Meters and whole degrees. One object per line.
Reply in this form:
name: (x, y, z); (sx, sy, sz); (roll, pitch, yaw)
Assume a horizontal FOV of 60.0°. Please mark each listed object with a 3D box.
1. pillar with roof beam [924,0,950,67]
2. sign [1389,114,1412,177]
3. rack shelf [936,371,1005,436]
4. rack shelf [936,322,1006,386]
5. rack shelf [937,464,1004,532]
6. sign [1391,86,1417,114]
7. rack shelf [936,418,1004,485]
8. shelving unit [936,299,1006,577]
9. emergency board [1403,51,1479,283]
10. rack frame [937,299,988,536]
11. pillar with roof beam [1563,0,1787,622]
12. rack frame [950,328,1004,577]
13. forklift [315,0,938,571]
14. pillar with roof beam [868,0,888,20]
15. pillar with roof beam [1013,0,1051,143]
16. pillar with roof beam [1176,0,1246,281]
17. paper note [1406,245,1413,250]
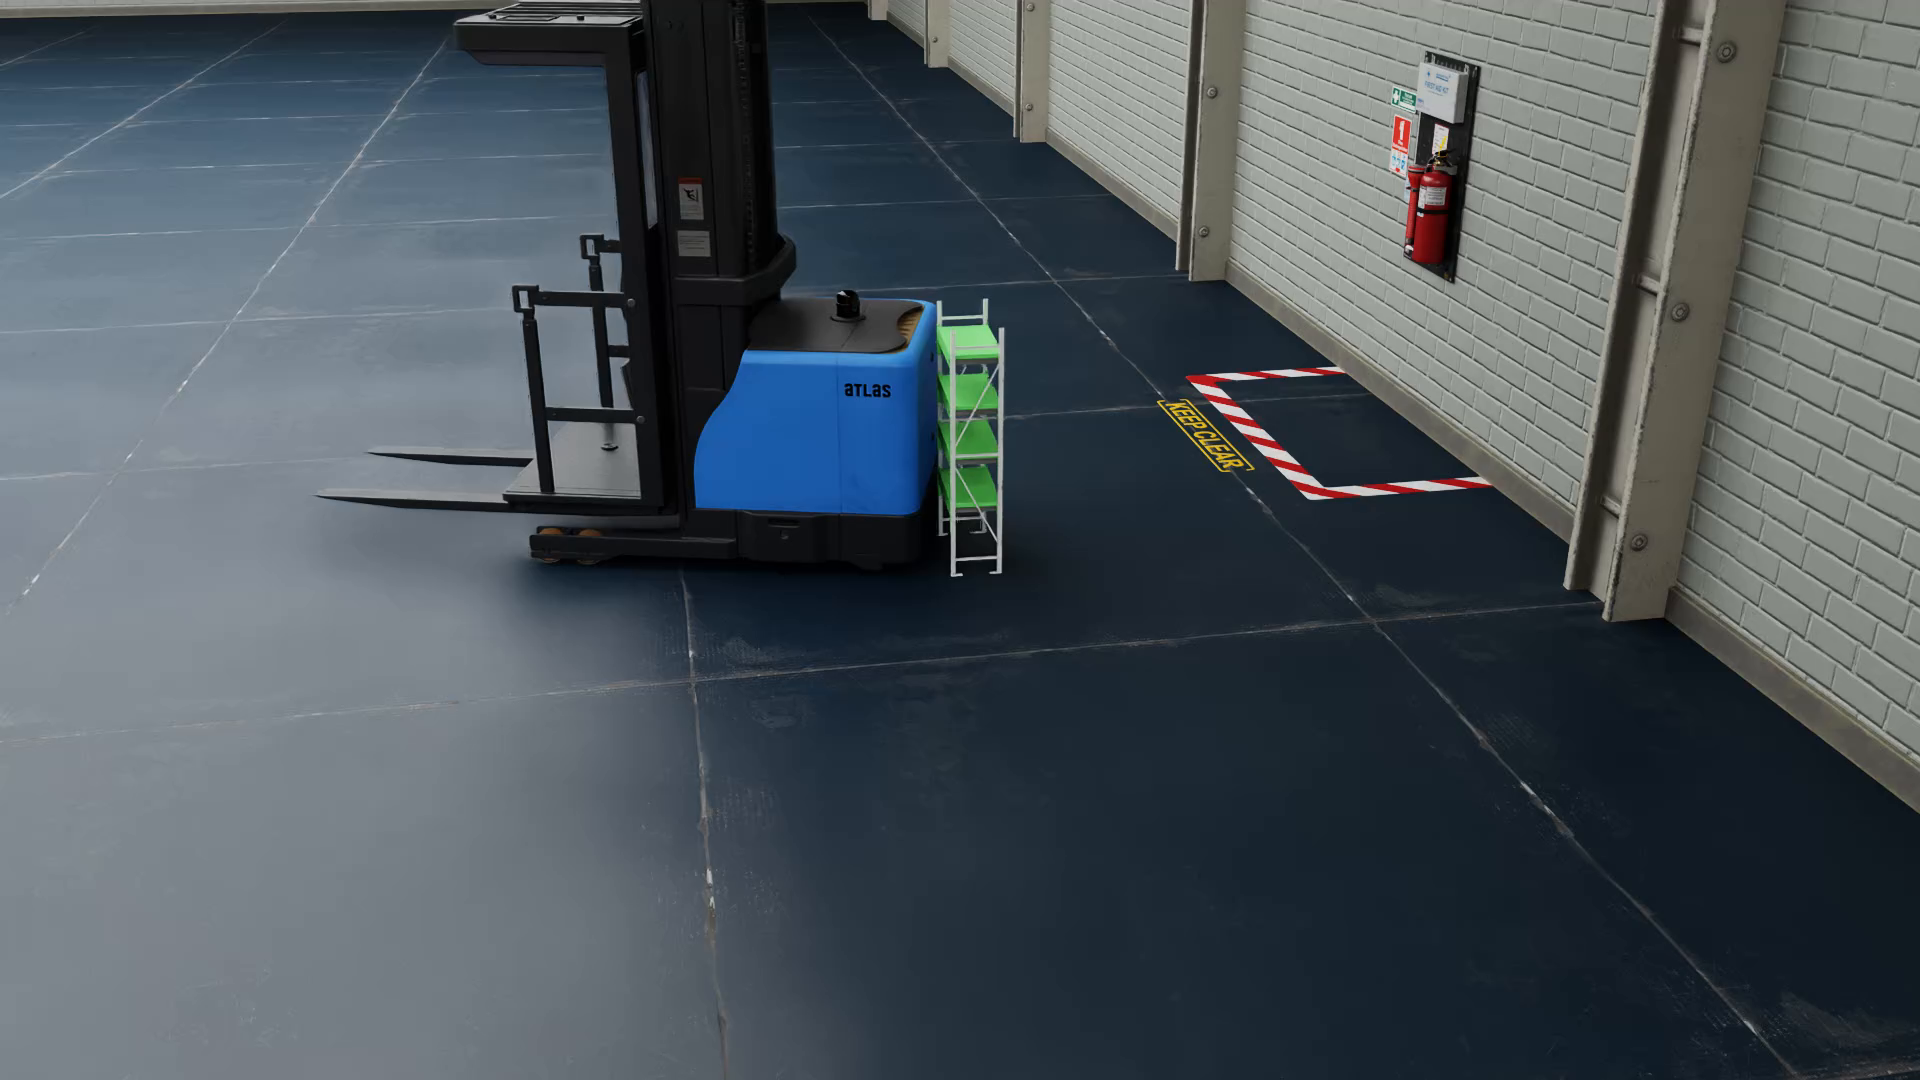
pillar with roof beam: (-4.556, -10.609, 21.297); (9.100, 9.000, 0.400); (-4, 24, -10)
sign: (2.583, -2.314, 9.757); (0.001, 0.329, 0.234); (-4, 24, -10)
rack shelf: (0.045, -0.644, 7.786); (0.258, 0.148, 0.480); (-3, 24, -7)
rack shelf: (0.045, -0.864, 7.690); (0.258, 0.148, 0.480); (-3, 24, -7)
rack shelf: (0.045, -0.204, 7.978); (0.258, 0.148, 0.480); (-3, 24, -7)
sign: (2.575, -2.555, 9.645); (0.001, 0.109, 0.331); (-4, 24, -10)
rack shelf: (0.045, -0.424, 7.882); (0.258, 0.148, 0.480); (-3, 24, -7)
shelving unit: (0.045, -0.483, 7.857); (0.258, 1.200, 0.503); (-3, 24, -7)
emergency board: (2.584, -2.073, 9.249); (0.194, 1.169, 0.643); (-4, 24, -10)
rack frame: (0.012, -0.580, 8.078); (0.240, 1.200, 0.015); (-3, 24, -7)
pillar with roof beam: (-1.227, -3.529, 5.086); (9.100, 9.000, 0.400); (-4, 24, -10)
rack frame: (0.077, -0.386, 7.635); (0.240, 1.200, 0.015); (-3, 24, -7)
forklift: (-1.641, -1.431, 7.864); (3.031, 2.935, 1.130); (2, 24, 5)
pillar with roof beam: (-5.665, -12.969, 26.701); (9.100, 9.000, 0.400); (-4, 24, -10)
pillar with roof beam: (-3.446, -8.249, 15.894); (9.100, 9.000, 0.400); (-4, 24, -10)
pillar with roof beam: (-2.337, -5.889, 10.490); (9.100, 9.000, 0.400); (-4, 24, -10)
paper note: (2.619, -1.744, 9.596); (0.016, 0.148, 0.142); (-4, 24, -10)
